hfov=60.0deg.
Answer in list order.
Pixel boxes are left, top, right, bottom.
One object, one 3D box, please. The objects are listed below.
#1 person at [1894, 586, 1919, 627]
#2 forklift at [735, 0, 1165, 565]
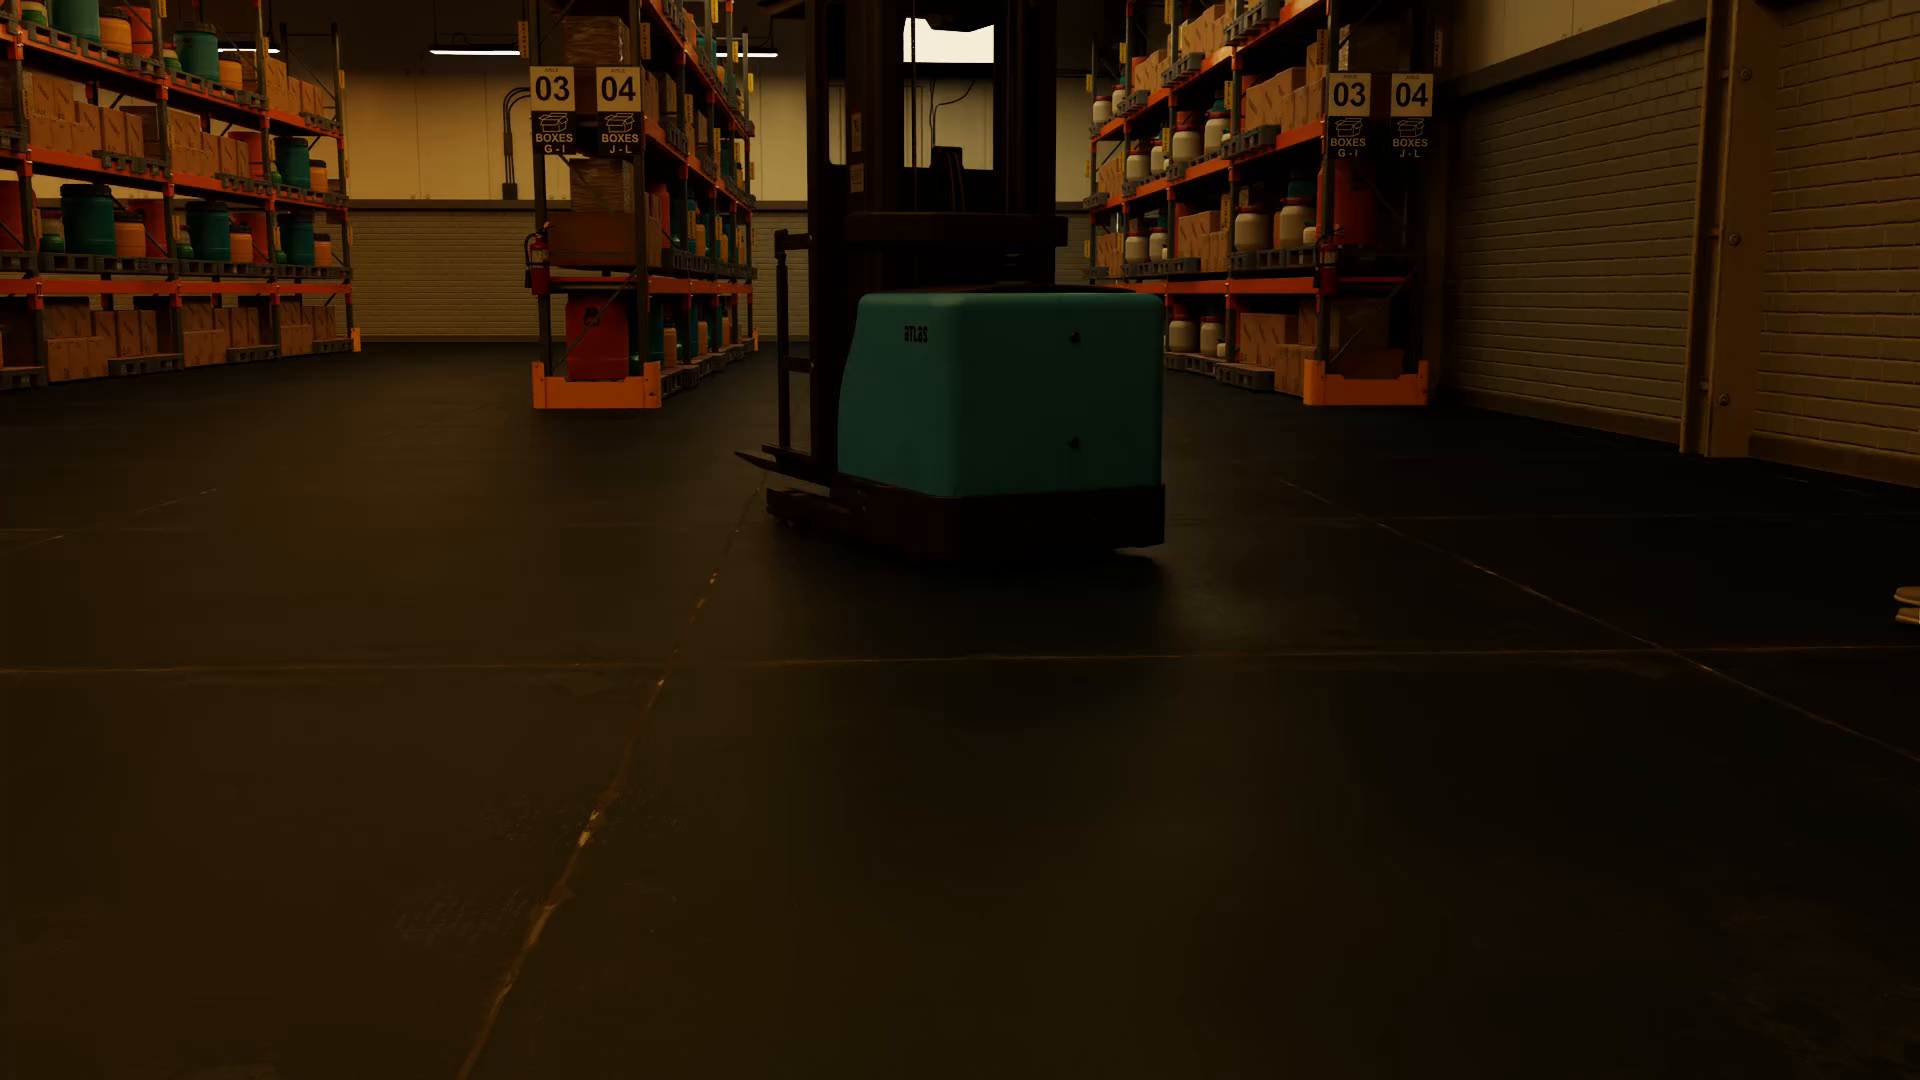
[{"bbox_3d":[3.347,-0.559,5.448,0.430,1.664,0.620,6,10,33],"label":"person"},{"bbox_3d":[-0.264,-1.530,7.637,1.130,2.935,3.031,-4,9,-25],"label":"forklift"}]
